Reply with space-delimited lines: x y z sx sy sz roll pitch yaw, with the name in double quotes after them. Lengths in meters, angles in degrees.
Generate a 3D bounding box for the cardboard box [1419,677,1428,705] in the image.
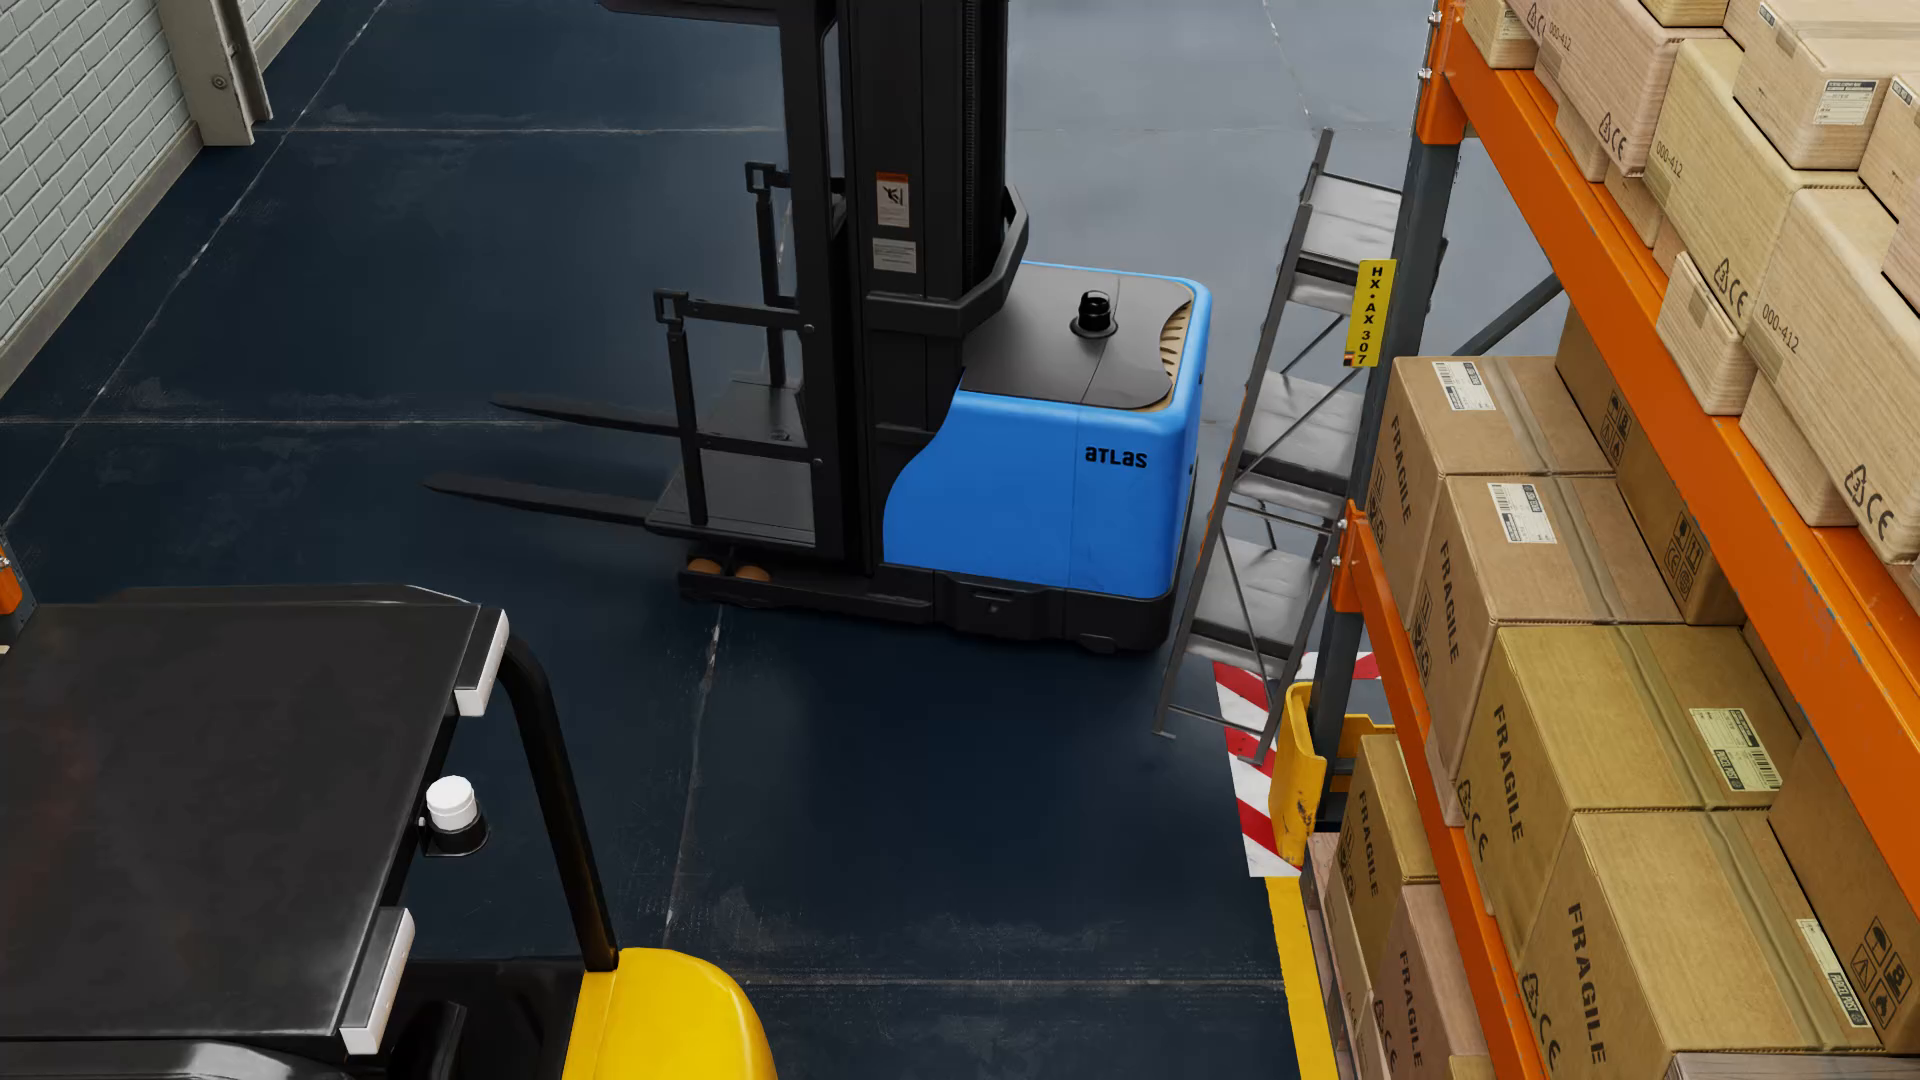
1.357 0.373 4.087 0.380 0.149 0.250 -1 39 -1 "cardboard box"

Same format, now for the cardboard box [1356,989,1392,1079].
1.347 1.472 4.378 0.500 0.250 0.500 1 39 2 "cardboard box"

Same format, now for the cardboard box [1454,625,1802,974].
1.359 0.523 3.381 0.500 0.500 0.500 -1 39 -1 "cardboard box"

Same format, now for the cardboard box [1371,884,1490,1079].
1.360 1.202 4.115 0.500 0.500 0.500 -1 39 -2 "cardboard box"

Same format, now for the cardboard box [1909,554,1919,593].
1.377 0.101 1.708 0.500 0.250 0.500 -1 39 -1 "cardboard box"

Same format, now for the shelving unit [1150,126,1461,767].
1.052 -0.208 5.296 0.431 2.100 0.503 16 41 8 "shelving unit"

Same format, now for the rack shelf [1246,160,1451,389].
1.133 -0.724 4.850 0.431 0.518 0.480 16 41 8 "rack shelf"

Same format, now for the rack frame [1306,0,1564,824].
1.630 -0.261 4.677 1.000 3.000 0.127 0 39 0 "rack frame"

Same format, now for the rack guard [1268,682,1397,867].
1.630 0.762 5.400 1.175 0.500 0.348 0 39 0 "rack guard"

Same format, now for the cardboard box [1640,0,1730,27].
1.307 -0.952 2.703 0.380 0.149 0.250 0 39 0 "cardboard box"

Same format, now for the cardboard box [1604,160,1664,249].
1.386 -0.641 2.954 0.380 0.149 0.250 0 39 0 "cardboard box"

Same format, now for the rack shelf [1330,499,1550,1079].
1.632 1.270 3.342 1.077 0.370 4.000 0 39 0 "rack shelf"

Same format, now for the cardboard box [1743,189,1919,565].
1.361 -0.216 2.105 0.500 0.250 0.500 1 39 1 "cardboard box"

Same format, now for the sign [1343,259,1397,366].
1.087 -0.599 4.406 0.100 0.325 0.005 0 39 0 "sign"

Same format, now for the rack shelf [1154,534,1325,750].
0.967 0.328 5.760 0.431 0.518 0.480 16 41 8 "rack shelf"

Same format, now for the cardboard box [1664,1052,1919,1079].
1.373 1.161 2.585 0.500 0.500 0.500 1 39 1 "cardboard box"

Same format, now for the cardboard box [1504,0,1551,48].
1.364 -1.175 3.301 0.500 0.250 0.500 -1 39 -1 "cardboard box"

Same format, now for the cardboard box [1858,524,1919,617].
1.423 0.004 2.149 0.380 0.149 0.250 0 39 0 "cardboard box"

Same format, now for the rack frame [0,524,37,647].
-3.334 -0.255 4.670 1.000 3.000 0.127 0 39 0 "rack frame"

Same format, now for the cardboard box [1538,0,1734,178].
1.355 -0.860 2.908 0.500 0.250 0.500 -1 39 -1 "cardboard box"

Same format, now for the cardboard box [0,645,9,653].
-3.021 0.551 4.727 0.500 0.250 0.500 1 39 1 "cardboard box"

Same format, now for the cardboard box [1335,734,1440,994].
1.355 0.875 4.523 0.500 0.500 0.500 -1 39 -2 "cardboard box"

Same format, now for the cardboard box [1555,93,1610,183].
1.361 -0.796 3.147 0.380 0.149 0.250 1 39 1 "cardboard box"

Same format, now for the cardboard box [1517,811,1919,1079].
1.367 0.841 2.985 0.500 0.500 0.500 -1 39 -1 "cardboard box"

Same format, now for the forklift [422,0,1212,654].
-0.613 -1.193 5.895 3.031 2.935 1.130 8 39 10 "forklift"

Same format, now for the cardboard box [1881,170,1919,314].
1.319 -0.311 1.904 0.380 0.149 0.250 0 39 1 "cardboard box"

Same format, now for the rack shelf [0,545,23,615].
-3.331 1.276 3.334 1.077 0.370 4.000 0 39 0 "rack shelf"

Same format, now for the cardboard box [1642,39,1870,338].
1.380 -0.537 2.504 0.500 0.250 0.500 1 39 1 "cardboard box"

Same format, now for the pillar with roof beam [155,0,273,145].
0.064 -5.916 6.936 9.100 9.000 0.400 0 39 0 "pillar with roof beam"

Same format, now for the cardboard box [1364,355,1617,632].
1.353 -0.120 4.183 0.500 0.500 0.500 -1 39 -1 "cardboard box"

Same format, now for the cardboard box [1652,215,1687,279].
1.391 -0.475 2.747 0.380 0.149 0.250 -1 39 -1 "cardboard box"

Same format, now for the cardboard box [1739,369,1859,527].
1.352 -0.153 2.345 0.380 0.149 0.250 -1 39 -1 "cardboard box"

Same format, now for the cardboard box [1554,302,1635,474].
1.849 -0.487 3.842 0.700 0.500 0.500 -1 39 -1 "cardboard box"

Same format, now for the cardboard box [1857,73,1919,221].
1.397 -0.471 2.104 0.380 0.149 0.250 1 39 1 "cardboard box"

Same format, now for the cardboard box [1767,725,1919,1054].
1.807 0.460 2.660 0.700 0.500 0.500 0 39 0 "cardboard box"

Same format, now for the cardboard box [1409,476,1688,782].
1.357 0.204 3.779 0.500 0.500 0.500 1 39 1 "cardboard box"

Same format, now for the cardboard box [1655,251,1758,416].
1.311 -0.318 2.551 0.380 0.149 0.250 0 39 0 "cardboard box"

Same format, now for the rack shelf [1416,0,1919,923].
1.632 0.100 2.404 1.077 0.370 4.000 0 39 0 "rack shelf"

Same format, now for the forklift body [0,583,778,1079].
-1.507 1.260 3.457 2.313 2.155 1.214 0 39 0 "forklift body"

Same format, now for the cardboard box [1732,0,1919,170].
1.322 -0.633 2.306 0.380 0.149 0.250 1 39 1 "cardboard box"

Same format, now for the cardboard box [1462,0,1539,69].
1.306 -1.126 3.559 0.380 0.149 0.250 0 39 0 "cardboard box"

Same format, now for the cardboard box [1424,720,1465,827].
1.311 0.532 3.889 0.380 0.149 0.250 1 39 1 "cardboard box"

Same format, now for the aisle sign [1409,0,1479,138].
1.320 -1.314 3.913 0.394 0.787 0.004 0 39 0 "aisle sign"

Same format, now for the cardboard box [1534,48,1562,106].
1.395 -0.962 3.354 0.380 0.149 0.250 -1 39 -1 "cardboard box"

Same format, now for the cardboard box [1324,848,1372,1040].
1.354 1.152 4.776 0.500 0.250 0.500 0 39 0 "cardboard box"

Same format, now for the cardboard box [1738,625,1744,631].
1.902 0.236 3.739 0.500 0.500 0.500 0 39 0 "cardboard box"

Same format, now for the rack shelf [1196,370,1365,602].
1.050 -0.198 5.305 0.431 0.518 0.480 16 41 8 "rack shelf"

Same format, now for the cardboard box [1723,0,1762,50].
1.403 -0.797 2.510 0.380 0.149 0.250 0 39 0 "cardboard box"

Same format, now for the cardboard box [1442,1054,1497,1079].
1.352 1.515 3.724 0.500 0.500 0.500 1 39 1 "cardboard box"

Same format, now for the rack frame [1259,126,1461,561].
1.122 -0.355 5.478 0.400 2.100 0.015 16 41 8 "rack frame"

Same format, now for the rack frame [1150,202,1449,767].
0.982 -0.062 5.114 0.400 2.100 0.015 16 41 8 "rack frame"

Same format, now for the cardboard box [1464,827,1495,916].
1.345 0.694 3.687 0.380 0.149 0.250 1 39 1 "cardboard box"

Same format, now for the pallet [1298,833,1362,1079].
1.596 1.382 4.856 1.003 0.211 1.213 0 39 0 "pallet"

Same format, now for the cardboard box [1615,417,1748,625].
1.842 -0.171 3.447 0.700 0.500 0.500 0 39 0 "cardboard box"

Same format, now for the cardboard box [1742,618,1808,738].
1.945 0.148 3.049 0.700 0.500 0.500 0 39 -1 "cardboard box"
